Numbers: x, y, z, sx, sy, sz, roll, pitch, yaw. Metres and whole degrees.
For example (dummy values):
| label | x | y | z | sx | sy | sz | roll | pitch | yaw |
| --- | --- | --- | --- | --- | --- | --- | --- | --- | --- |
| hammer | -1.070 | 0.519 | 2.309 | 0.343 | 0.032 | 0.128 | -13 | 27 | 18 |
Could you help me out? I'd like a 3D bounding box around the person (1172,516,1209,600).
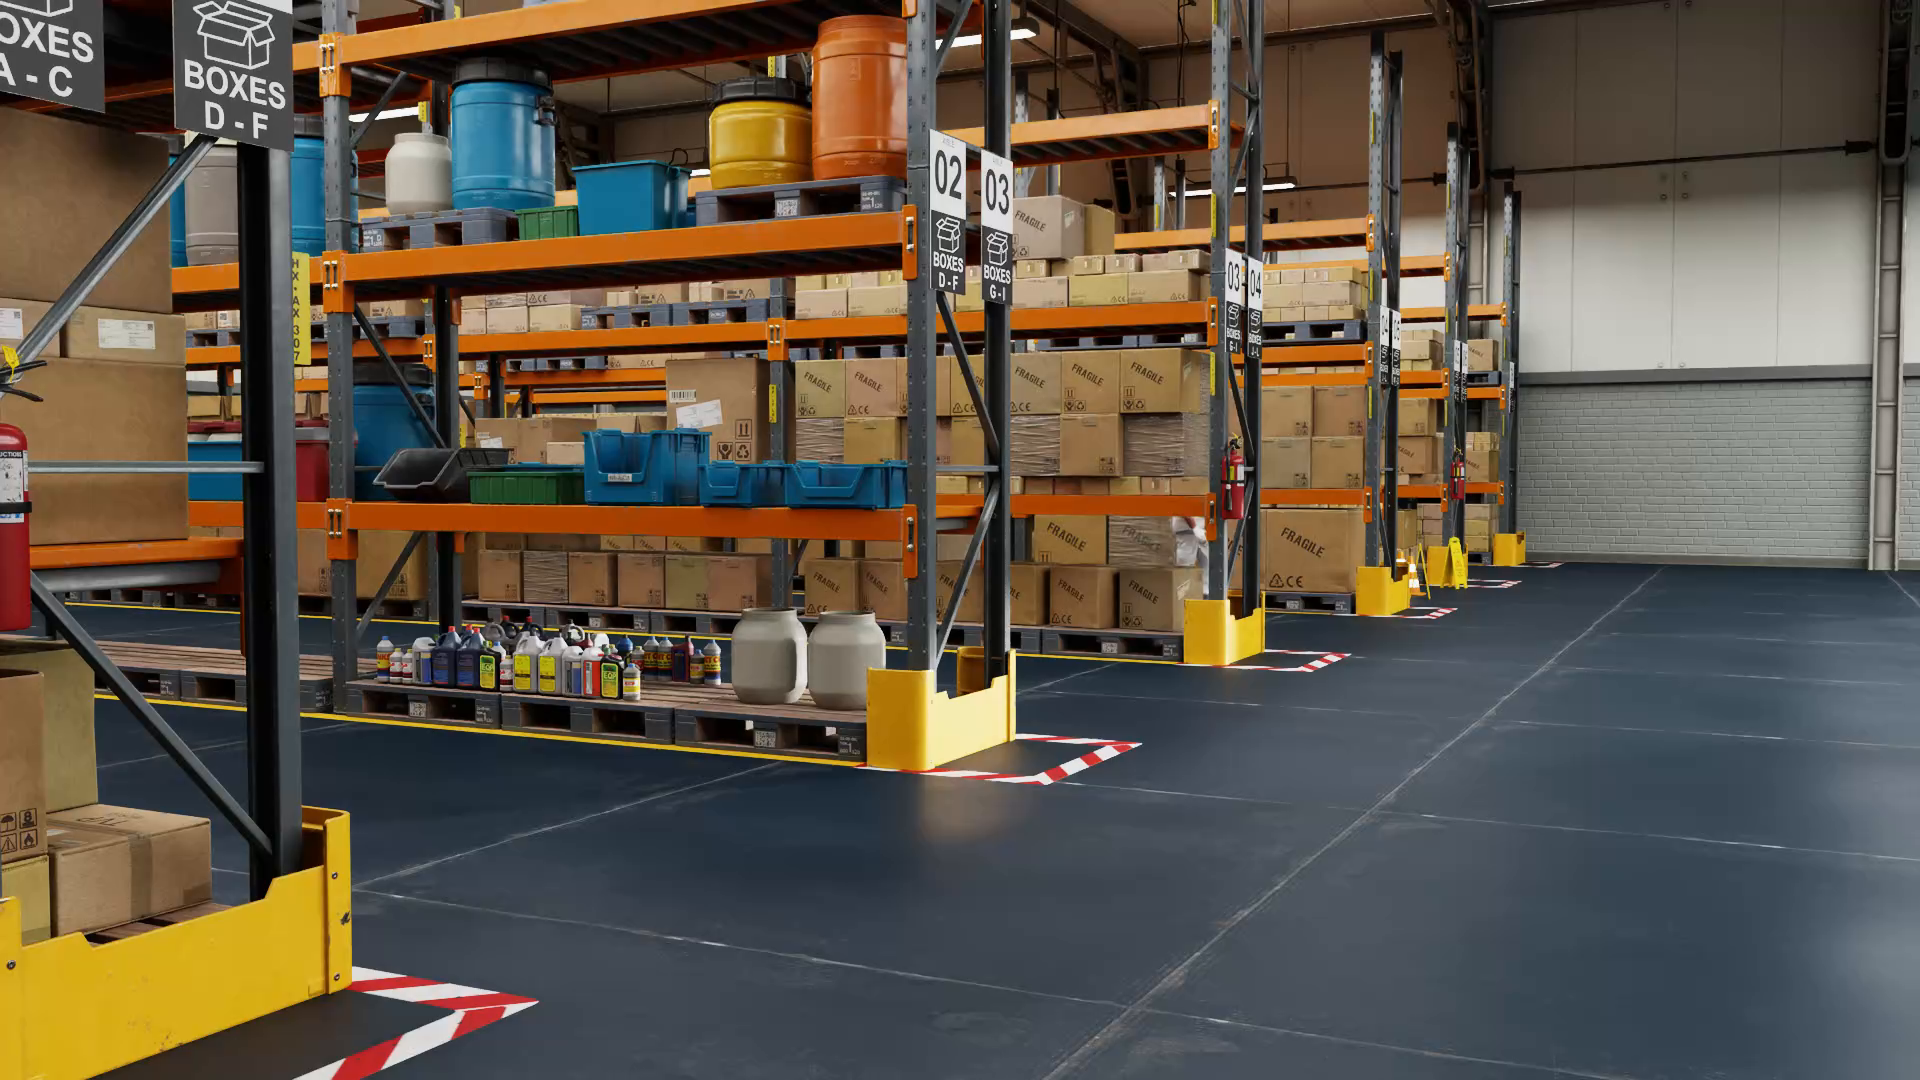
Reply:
| label | x | y | z | sx | sy | sz | roll | pitch | yaw |
| --- | --- | --- | --- | --- | --- | --- | --- | --- | --- |
| person | 2.207 | -0.078 | 16.228 | 0.930 | 1.756 | 0.535 | 1 | 2 | 15 |
